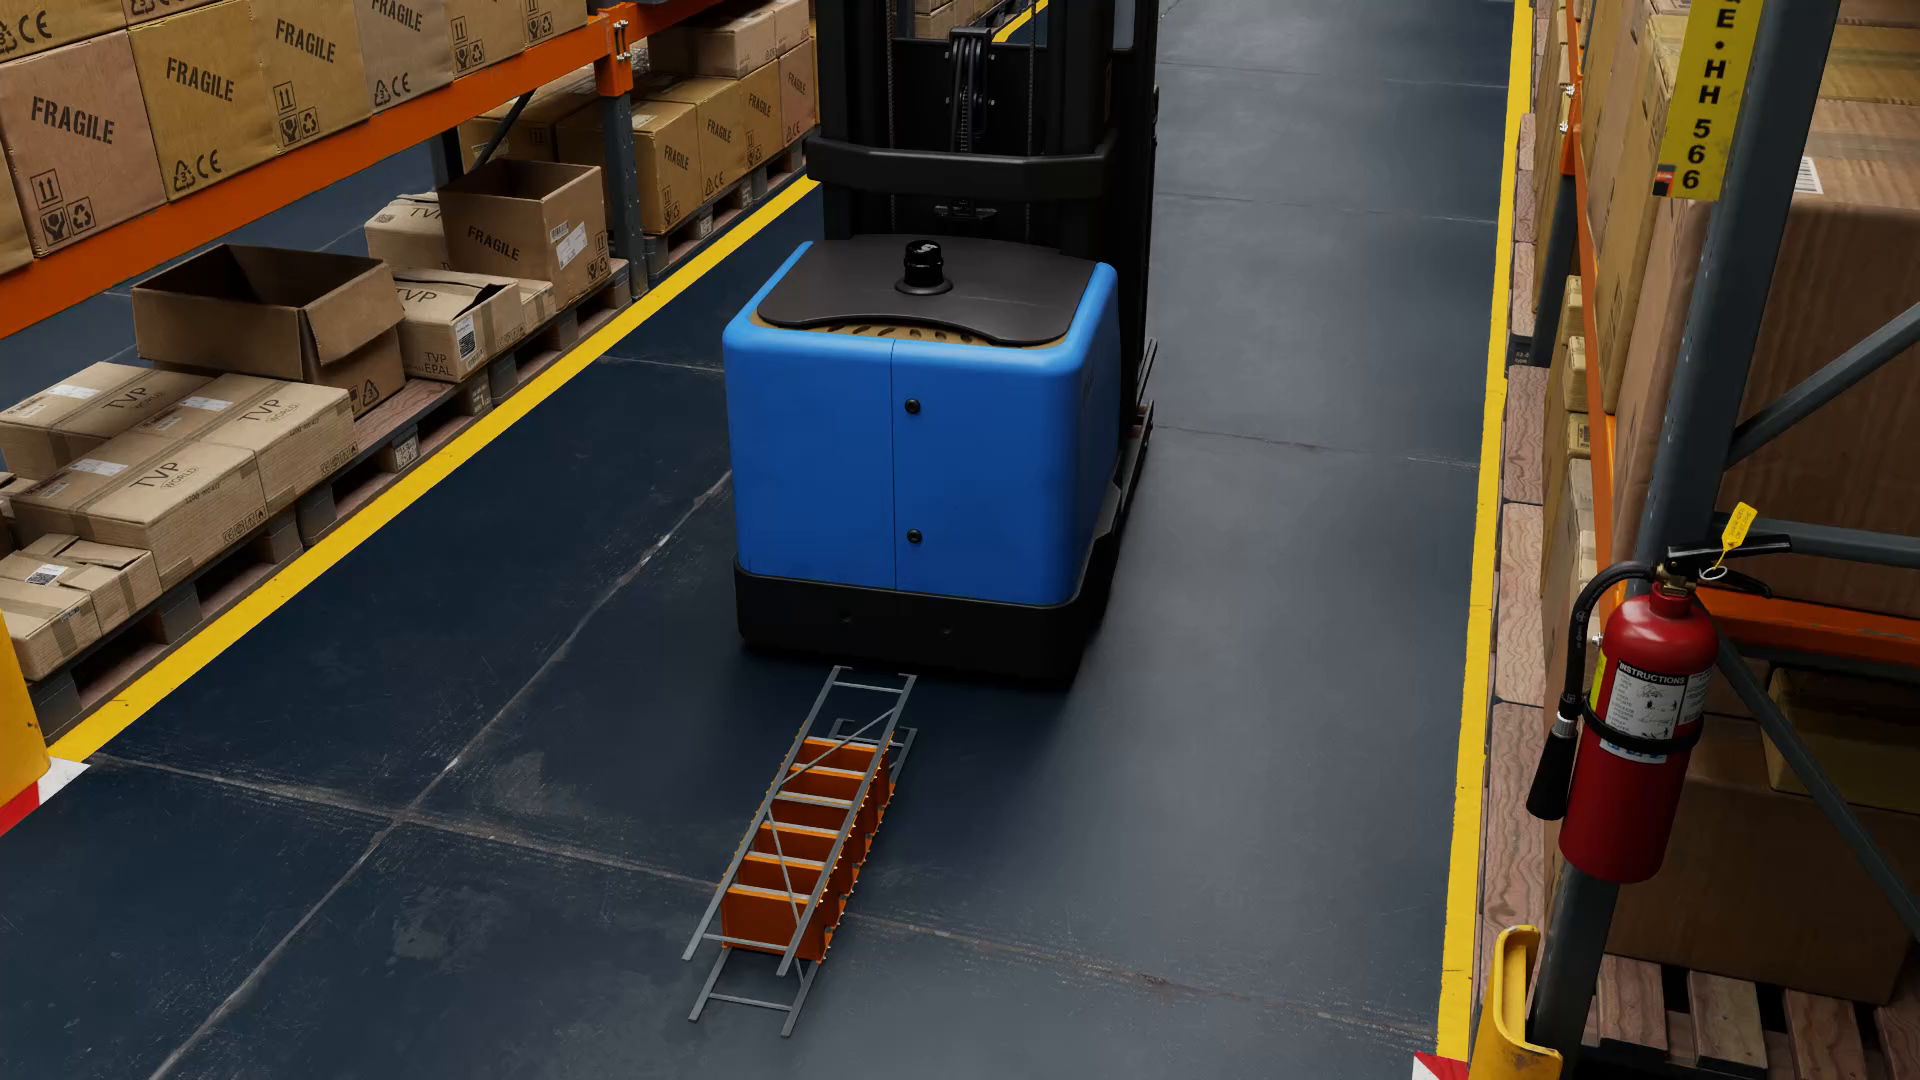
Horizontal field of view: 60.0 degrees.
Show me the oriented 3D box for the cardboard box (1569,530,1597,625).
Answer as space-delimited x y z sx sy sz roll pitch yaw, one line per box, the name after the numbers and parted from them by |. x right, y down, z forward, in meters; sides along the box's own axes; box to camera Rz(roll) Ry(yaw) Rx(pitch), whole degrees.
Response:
1.646 0.123 3.915 0.380 0.149 0.250 9 30 16 | cardboard box

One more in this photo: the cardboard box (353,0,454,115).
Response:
-2.164 -1.818 5.829 0.500 0.500 0.500 9 30 16 | cardboard box

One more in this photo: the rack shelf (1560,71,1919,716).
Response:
2.186 -0.573 4.434 1.077 0.370 4.000 8 30 15 | rack shelf

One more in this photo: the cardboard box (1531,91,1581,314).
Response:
2.839 -1.381 6.927 0.750 0.750 0.750 9 30 15 | cardboard box

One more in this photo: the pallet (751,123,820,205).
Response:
-1.405 -2.255 9.587 1.003 0.211 1.213 8 30 15 | pallet

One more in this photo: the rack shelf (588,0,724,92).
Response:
-1.377 -3.137 9.043 1.077 0.370 4.000 8 30 15 | rack shelf

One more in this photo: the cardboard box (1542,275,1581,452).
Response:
2.455 -0.575 5.837 0.700 0.500 0.500 9 30 16 | cardboard box

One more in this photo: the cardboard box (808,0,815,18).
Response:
-0.852 -3.313 9.968 0.500 0.250 0.500 10 31 17 | cardboard box

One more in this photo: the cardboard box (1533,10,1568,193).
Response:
3.342 -2.190 8.381 0.750 0.750 0.750 8 30 15 | cardboard box

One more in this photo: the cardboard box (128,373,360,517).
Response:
-2.414 -0.330 5.634 0.500 0.250 0.500 8 30 15 | cardboard box

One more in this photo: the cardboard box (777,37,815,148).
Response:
-1.140 -2.527 9.326 0.500 0.500 0.500 7 30 13 | cardboard box

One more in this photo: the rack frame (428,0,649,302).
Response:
-1.964 -2.522 7.198 1.000 3.000 0.127 8 30 15 | rack frame

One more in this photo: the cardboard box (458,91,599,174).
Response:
-2.093 -1.892 8.184 0.500 0.500 0.500 8 30 15 | cardboard box

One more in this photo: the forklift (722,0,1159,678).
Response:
0.132 -1.577 5.569 1.130 2.935 3.031 6 30 11 | forklift

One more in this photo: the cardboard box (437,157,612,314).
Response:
-1.860 -1.316 7.150 0.500 0.500 0.500 8 30 15 | cardboard box

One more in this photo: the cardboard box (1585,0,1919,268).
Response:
2.174 -1.020 4.189 0.980 0.700 0.700 7 30 12 | cardboard box

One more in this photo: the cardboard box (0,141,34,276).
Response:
-2.756 -0.875 4.135 0.500 0.500 0.500 9 30 16 | cardboard box

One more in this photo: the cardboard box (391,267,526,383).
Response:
-2.080 -0.885 6.569 0.500 0.311 0.500 8 30 15 | cardboard box

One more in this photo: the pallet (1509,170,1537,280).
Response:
3.284 -1.536 8.294 1.003 0.211 1.213 8 30 15 | pallet

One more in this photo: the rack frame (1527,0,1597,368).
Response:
2.773 -1.817 5.930 1.000 3.000 0.127 8 30 15 | rack frame

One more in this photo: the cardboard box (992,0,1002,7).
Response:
0.089 -4.278 12.752 0.500 0.250 0.500 9 30 16 | cardboard box

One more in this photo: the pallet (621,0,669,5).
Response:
-1.625 -2.794 7.884 1.003 0.211 1.213 8 30 15 | pallet

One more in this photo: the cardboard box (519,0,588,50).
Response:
-1.865 -2.297 6.690 0.500 0.500 0.500 9 30 16 | cardboard box

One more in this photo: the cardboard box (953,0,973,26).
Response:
-0.208 -3.798 11.888 0.500 0.250 0.500 8 30 13 | cardboard box

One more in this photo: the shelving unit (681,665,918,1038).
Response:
-0.369 0.737 4.224 0.258 0.189 1.200 6 30 11 | shelving unit

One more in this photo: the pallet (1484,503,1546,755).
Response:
2.119 0.313 4.970 1.003 0.211 1.213 8 30 15 | pallet

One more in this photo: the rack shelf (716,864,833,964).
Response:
-0.439 0.888 3.956 0.258 0.180 0.103 6 30 11 | rack shelf

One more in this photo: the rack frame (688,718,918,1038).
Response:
-0.369 0.817 4.269 0.240 0.006 1.200 6 30 11 | rack frame

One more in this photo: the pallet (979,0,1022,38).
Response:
-0.151 -4.104 12.911 1.003 0.211 1.213 8 30 15 | pallet

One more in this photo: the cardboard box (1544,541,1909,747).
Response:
1.855 0.379 4.123 0.700 0.500 0.500 8 30 15 | cardboard box

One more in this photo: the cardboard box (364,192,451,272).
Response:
-2.294 -1.375 7.449 0.500 0.311 0.500 8 30 15 | cardboard box

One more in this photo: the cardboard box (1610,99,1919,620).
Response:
1.739 -0.327 2.944 0.980 0.700 0.700 10 31 17 | cardboard box

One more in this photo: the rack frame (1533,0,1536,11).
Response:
5.121 -5.534 12.613 1.000 3.000 0.127 8 30 15 | rack frame

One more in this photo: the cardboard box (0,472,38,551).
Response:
-3.009 -0.080 5.270 0.380 0.166 0.250 8 30 15 | cardboard box

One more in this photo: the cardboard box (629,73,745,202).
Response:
-1.443 -2.061 8.488 0.500 0.500 0.500 9 30 16 | cardboard box

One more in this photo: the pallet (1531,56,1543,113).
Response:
4.178 -2.820 10.602 1.003 0.211 1.213 8 30 15 | pallet

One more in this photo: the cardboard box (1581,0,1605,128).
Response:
2.598 -1.698 5.408 0.980 0.700 0.700 9 30 16 | cardboard box

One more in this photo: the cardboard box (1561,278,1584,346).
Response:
2.180 -0.725 5.440 0.380 0.149 0.250 10 30 17 | cardboard box

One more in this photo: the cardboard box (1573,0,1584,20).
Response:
2.793 -2.279 6.999 0.380 0.149 0.250 9 30 15 | cardboard box

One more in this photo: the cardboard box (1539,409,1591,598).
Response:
2.152 -0.104 4.990 0.700 0.500 0.500 9 30 16 | cardboard box

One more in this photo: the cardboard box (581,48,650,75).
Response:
-1.792 -2.353 9.014 0.500 0.500 0.500 9 30 15 | cardboard box

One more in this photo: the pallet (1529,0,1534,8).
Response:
5.284 -4.633 13.861 1.003 0.211 1.213 8 30 15 | pallet

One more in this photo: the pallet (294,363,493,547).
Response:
-2.523 -0.415 6.280 1.003 0.211 1.213 8 30 15 | pallet

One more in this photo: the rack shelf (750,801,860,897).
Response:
-0.386 0.773 4.160 0.258 0.180 0.103 6 30 11 | rack shelf

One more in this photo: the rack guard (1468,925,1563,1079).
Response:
1.592 1.146 3.176 1.175 0.500 0.348 8 30 15 | rack guard

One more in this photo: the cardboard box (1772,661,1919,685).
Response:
2.011 0.179 3.814 0.380 0.149 0.250 9 30 15 | cardboard box

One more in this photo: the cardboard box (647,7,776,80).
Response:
-1.295 -2.604 8.693 0.500 0.250 0.500 9 30 15 | cardboard box

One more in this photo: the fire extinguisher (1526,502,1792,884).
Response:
1.113 0.243 2.690 0.296 0.674 0.183 8 30 15 | fire extinguisher

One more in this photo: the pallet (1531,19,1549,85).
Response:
4.538 -3.385 11.618 1.003 0.211 1.213 8 30 15 | pallet

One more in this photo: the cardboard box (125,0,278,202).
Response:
-2.459 -1.349 4.986 0.500 0.500 0.500 8 30 15 | cardboard box

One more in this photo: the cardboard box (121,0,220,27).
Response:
-2.458 -1.788 4.747 0.500 0.500 0.500 9 30 16 | cardboard box

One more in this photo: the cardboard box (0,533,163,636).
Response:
-2.613 0.121 4.908 0.380 0.166 0.250 8 30 15 | cardboard box

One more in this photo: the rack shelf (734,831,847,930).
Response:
-0.412 0.831 4.058 0.258 0.180 0.103 6 30 11 | rack shelf
